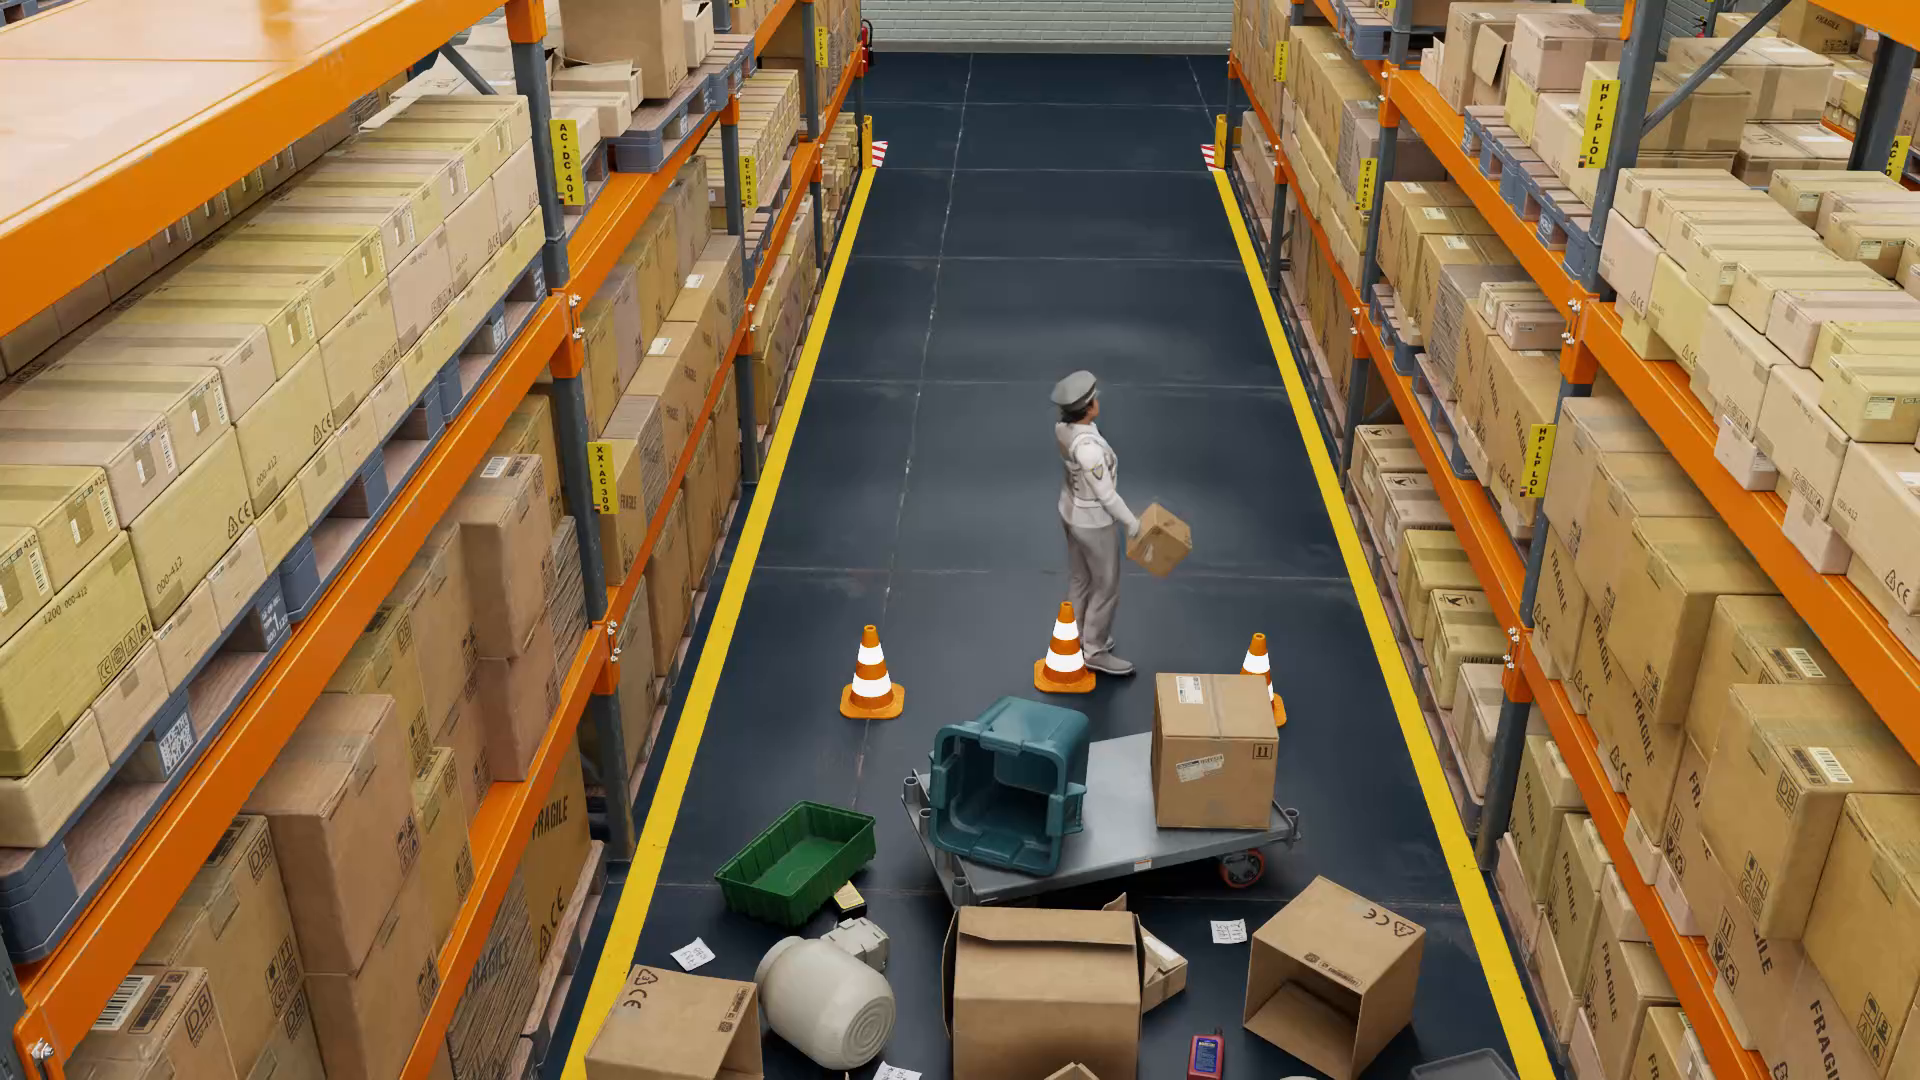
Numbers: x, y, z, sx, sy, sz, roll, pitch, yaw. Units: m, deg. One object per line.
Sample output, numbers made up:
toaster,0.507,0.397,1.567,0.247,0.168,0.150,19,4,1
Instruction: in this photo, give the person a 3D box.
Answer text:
person,0.713,-0.100,8.988,0.491,1.699,0.532,-7,29,-14
